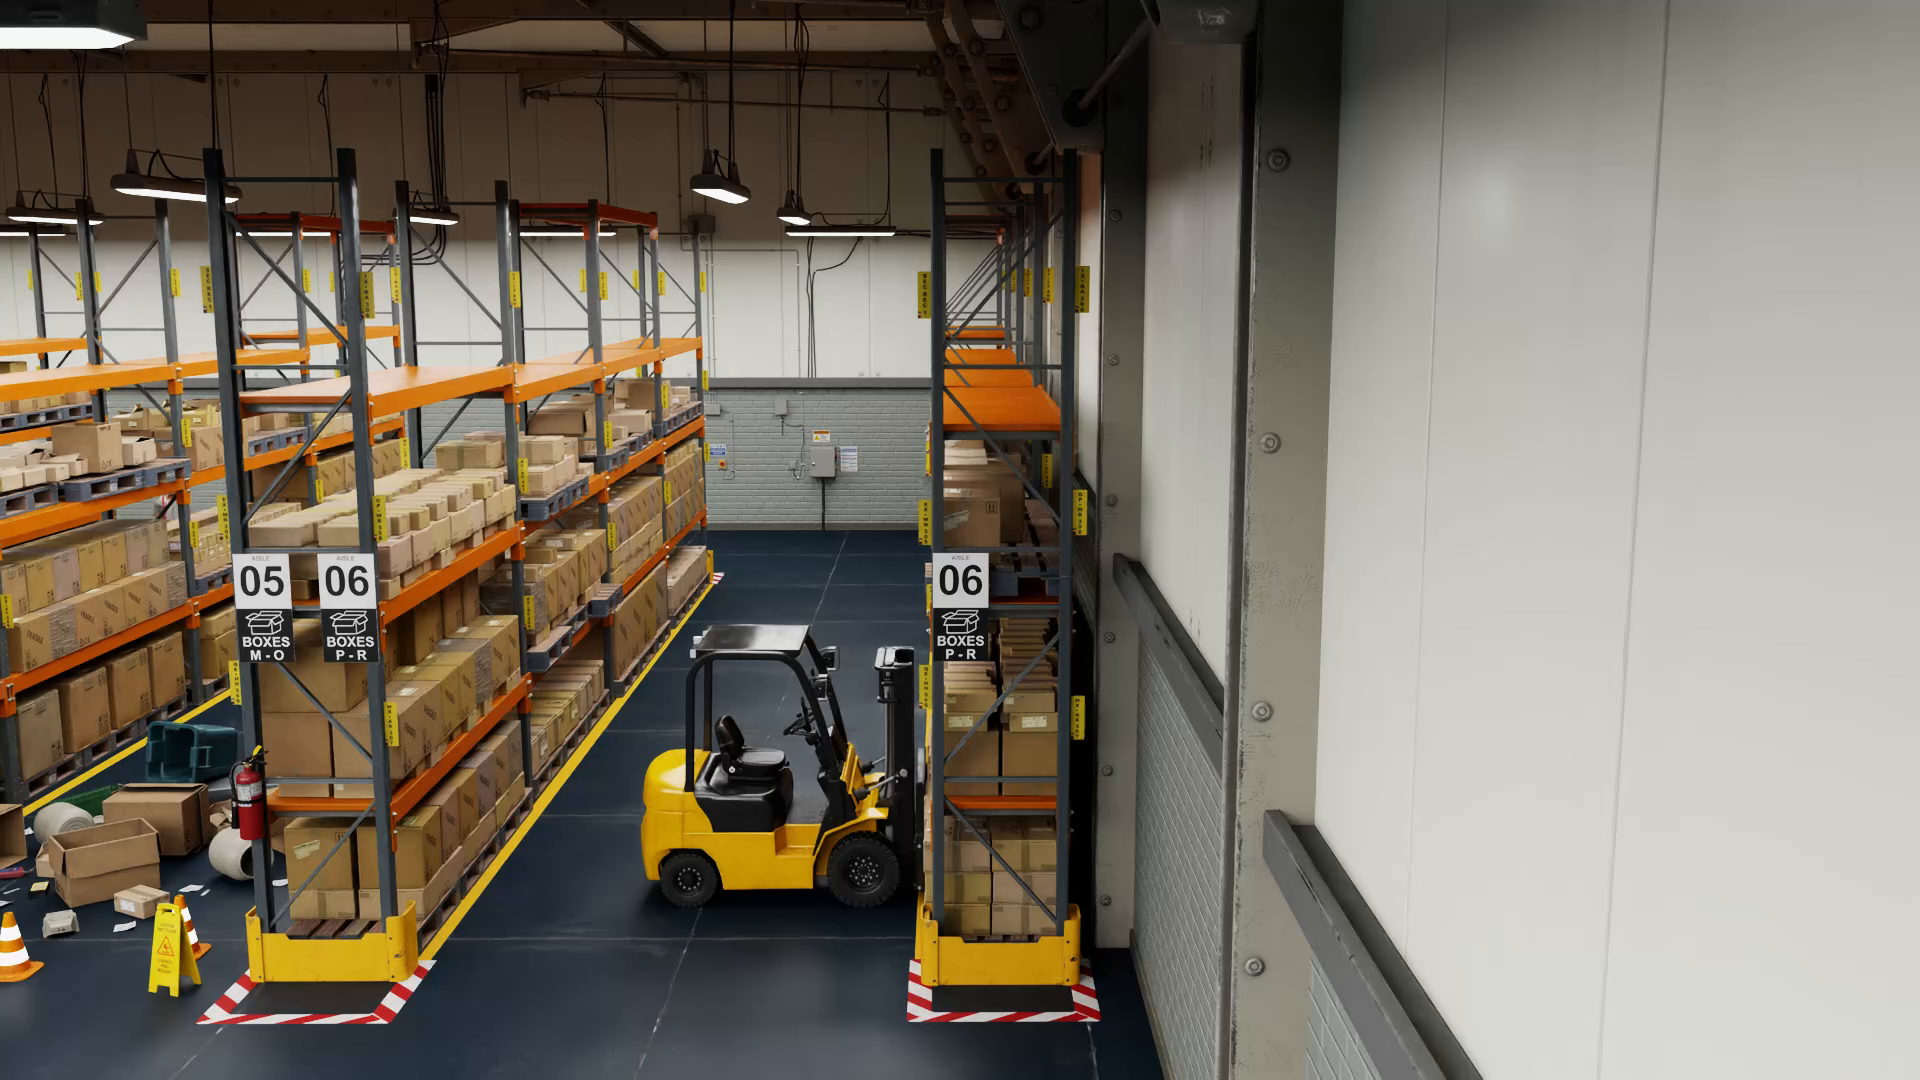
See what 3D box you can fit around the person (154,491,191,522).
[{"bbox_3d":[-13.109,-0.142,27.693,0.709,1.728,1.066,-1,9,-6],"label":"person"}]
